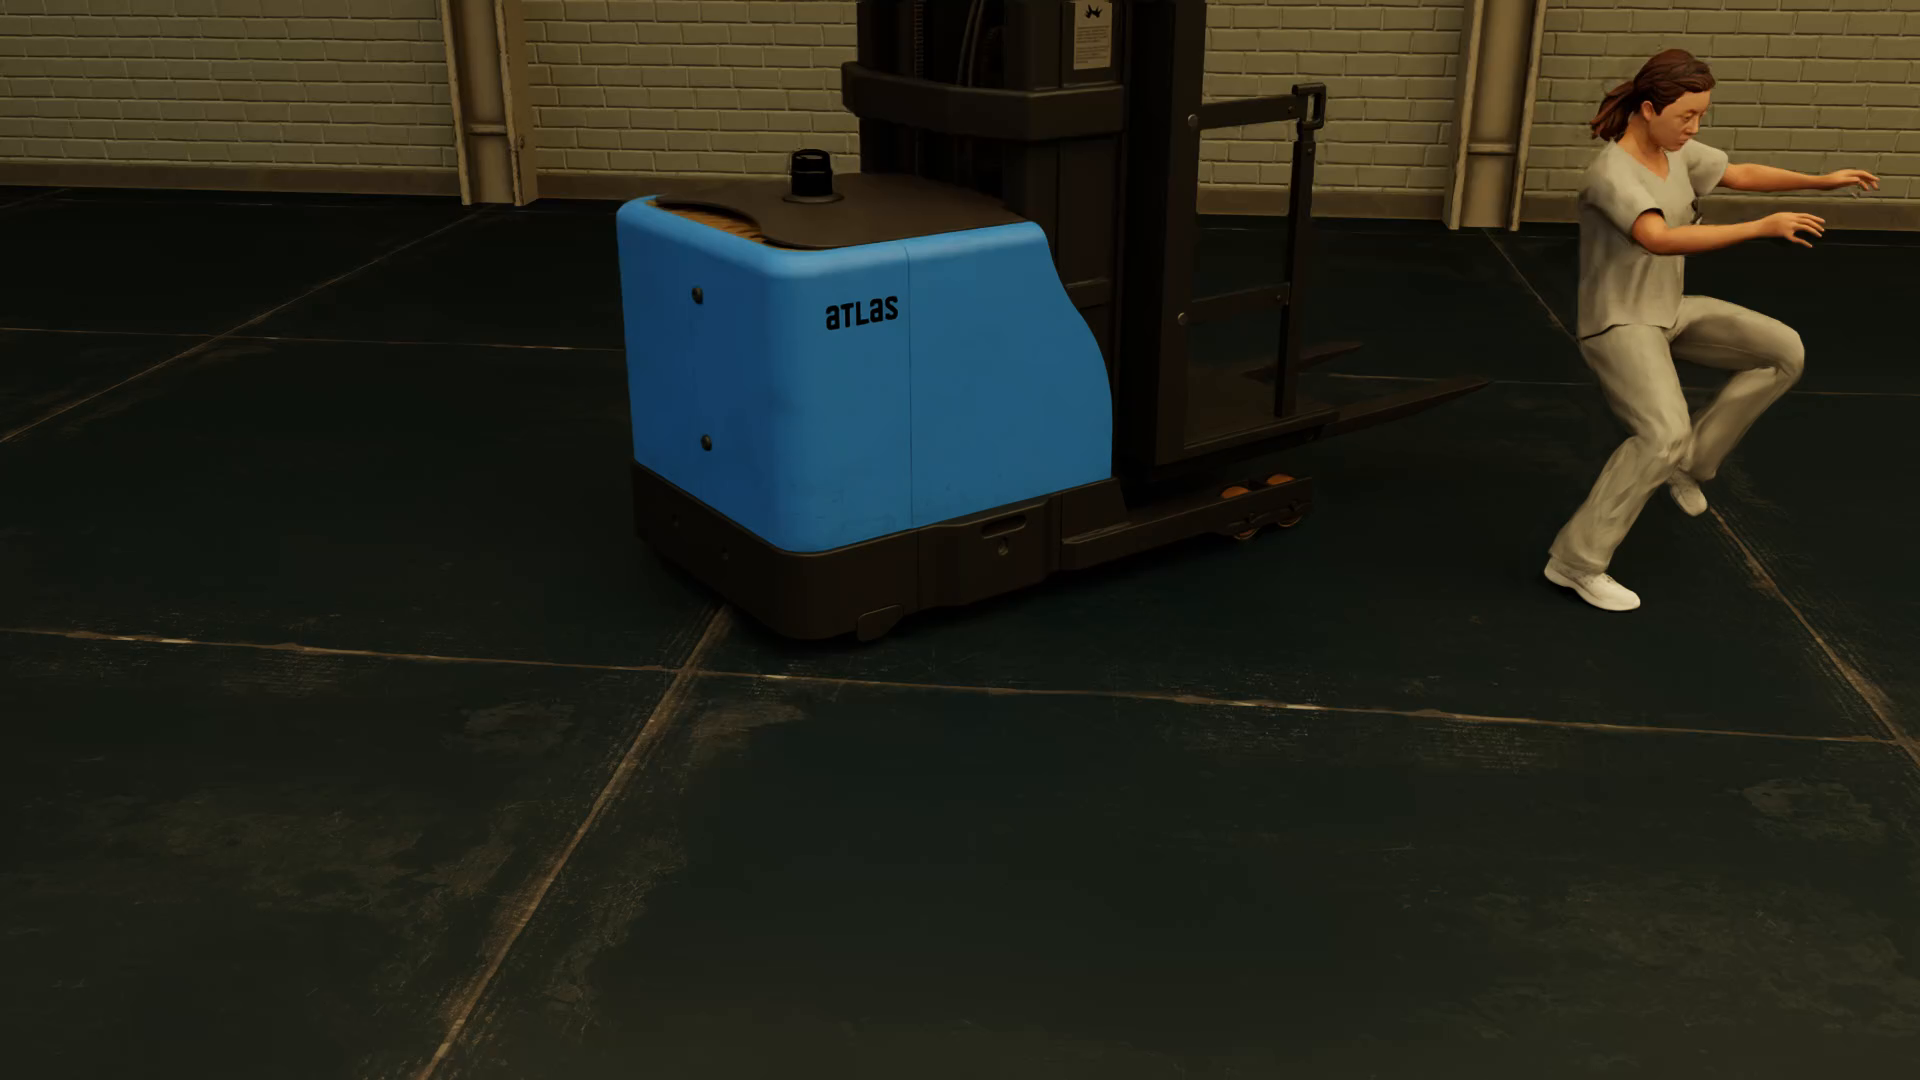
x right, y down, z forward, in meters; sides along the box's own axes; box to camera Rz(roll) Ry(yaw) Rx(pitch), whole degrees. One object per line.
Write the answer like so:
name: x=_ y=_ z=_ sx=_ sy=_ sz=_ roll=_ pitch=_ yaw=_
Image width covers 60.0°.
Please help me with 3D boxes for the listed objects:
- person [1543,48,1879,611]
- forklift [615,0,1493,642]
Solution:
person: x=2.075 y=-0.619 z=4.722 sx=0.865 sy=1.478 sz=0.734 roll=-17 pitch=27 yaw=-36
forklift: x=0.506 y=-1.504 z=4.988 sx=3.031 sy=2.935 sz=1.130 roll=-15 pitch=26 yaw=-33
